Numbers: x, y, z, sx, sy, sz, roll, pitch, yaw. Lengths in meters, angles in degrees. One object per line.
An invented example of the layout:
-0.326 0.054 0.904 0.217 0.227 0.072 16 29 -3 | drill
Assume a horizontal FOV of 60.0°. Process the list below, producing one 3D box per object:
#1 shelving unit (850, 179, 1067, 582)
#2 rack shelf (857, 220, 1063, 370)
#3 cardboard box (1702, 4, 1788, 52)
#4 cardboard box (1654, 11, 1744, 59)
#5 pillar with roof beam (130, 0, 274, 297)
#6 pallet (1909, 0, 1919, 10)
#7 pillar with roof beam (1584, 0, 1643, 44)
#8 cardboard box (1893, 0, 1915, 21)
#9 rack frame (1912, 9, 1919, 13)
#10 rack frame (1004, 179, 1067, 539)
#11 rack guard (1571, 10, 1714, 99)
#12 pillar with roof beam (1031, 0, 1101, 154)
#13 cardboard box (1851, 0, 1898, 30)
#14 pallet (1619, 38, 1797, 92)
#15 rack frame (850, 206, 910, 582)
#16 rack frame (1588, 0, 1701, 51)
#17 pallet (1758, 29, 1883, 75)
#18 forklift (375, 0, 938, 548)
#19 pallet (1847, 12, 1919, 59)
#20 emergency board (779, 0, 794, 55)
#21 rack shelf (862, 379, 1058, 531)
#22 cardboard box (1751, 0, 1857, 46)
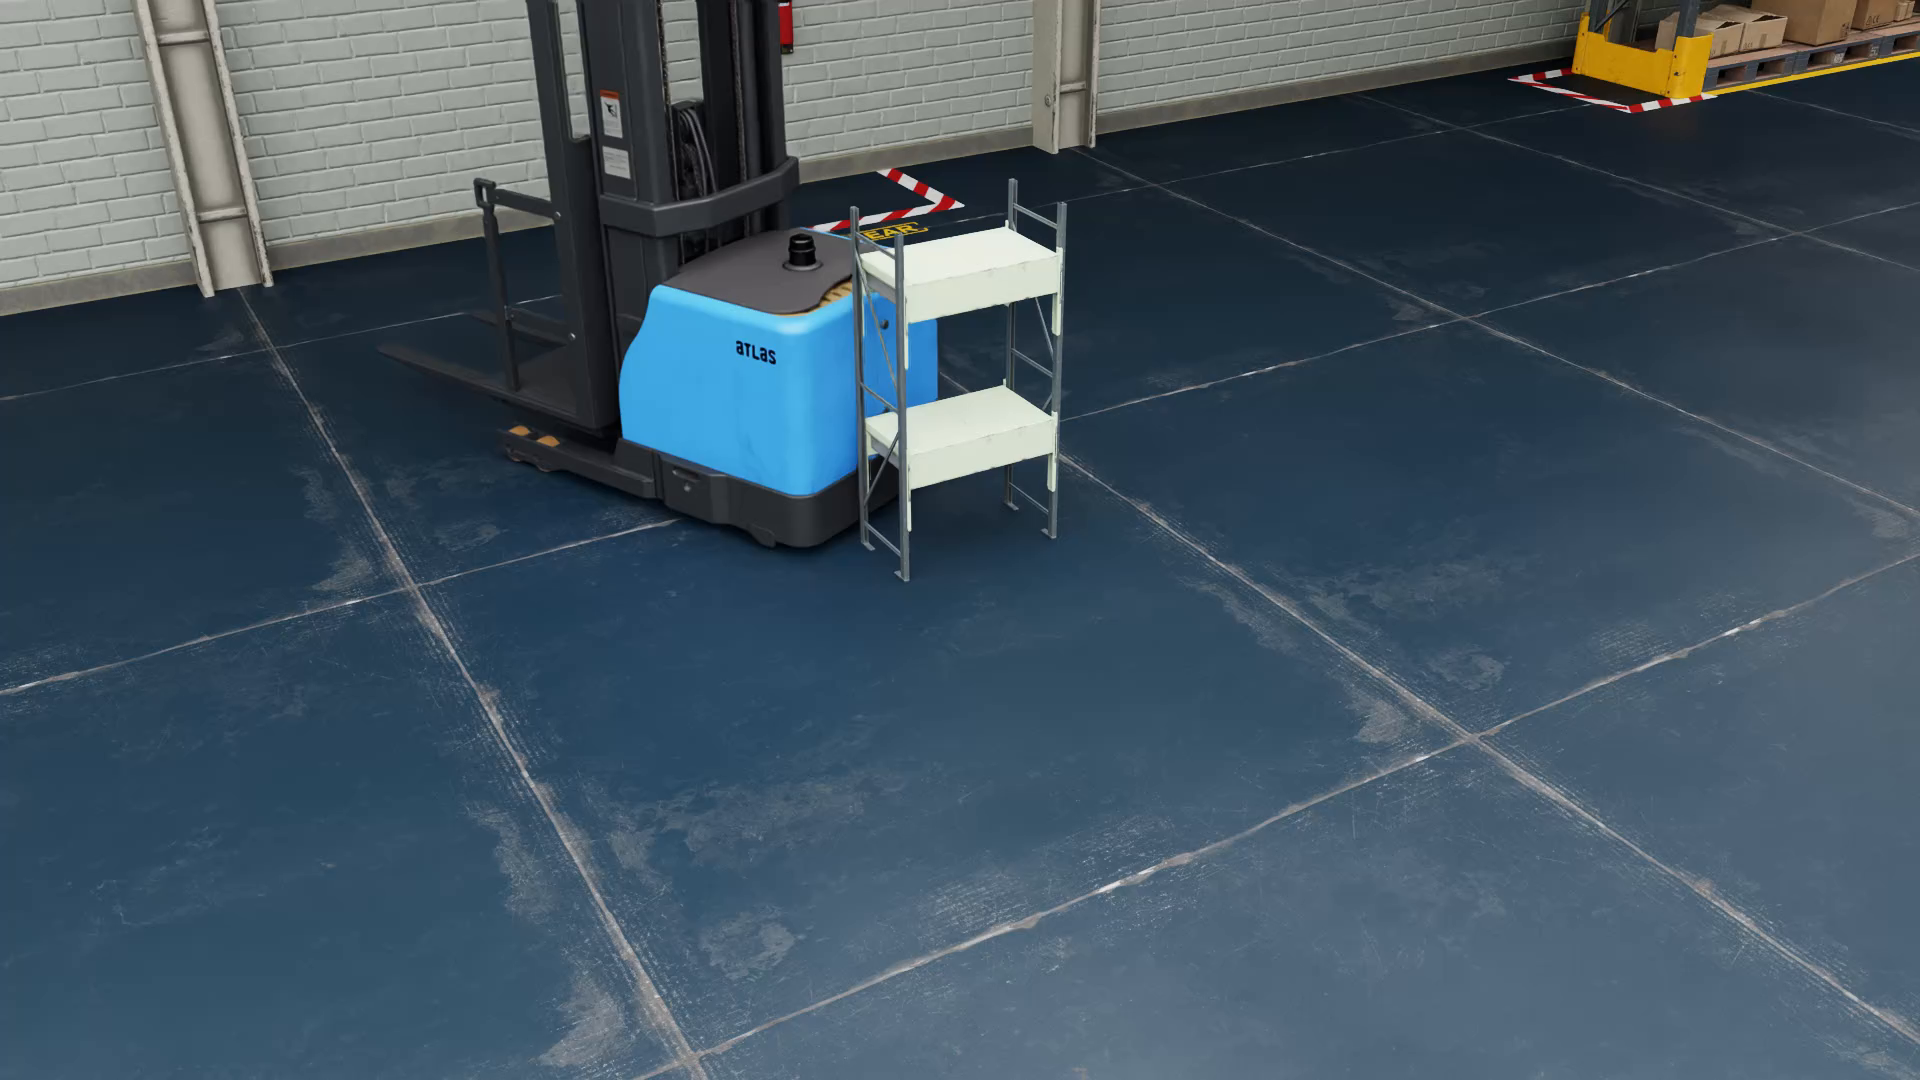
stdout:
-0.006 -0.655 6.885 0.755 1.500 0.431 -16 33 -26 | shelving unit
-0.006 -0.997 6.696 0.720 0.370 0.431 -16 33 -26 | rack shelf
6.930 -4.557 14.730 0.500 0.311 0.500 -13 31 -22 | cardboard box
6.439 -4.417 14.477 0.500 0.311 0.500 -20 35 -32 | cardboard box
-2.203 -3.697 4.636 0.400 9.000 9.100 -16 33 -26 | pillar with roof beam
9.916 -5.219 16.489 1.213 0.211 1.003 -16 33 -26 | pallet
8.143 -6.635 9.959 0.400 9.000 9.100 -16 33 -26 | pillar with roof beam
8.799 -5.058 15.787 0.250 0.166 0.380 -21 35 -33 | cardboard box
9.245 -6.249 15.469 0.127 3.000 1.000 -16 33 -26 | rack frame
0.310 -0.745 7.047 0.023 1.500 0.400 -16 33 -26 | rack frame
5.862 -4.194 14.332 0.348 0.500 1.175 -16 33 -26 | rack guard
2.970 -5.166 7.298 0.400 9.000 9.100 -16 33 -26 | pillar with roof beam
8.371 -5.076 15.476 0.500 0.500 0.500 -19 34 -30 | cardboard box
6.580 -4.252 14.736 1.213 0.211 1.003 -16 33 -26 | pallet
-0.321 -0.565 6.722 0.023 1.500 0.400 -16 33 -26 | rack frame
5.796 -5.270 13.695 0.127 3.000 1.000 -16 33 -26 | rack frame
7.631 -4.548 15.273 1.213 0.211 1.003 -16 33 -26 | pallet
-1.587 -1.793 7.466 3.031 2.935 1.130 19 34 30 | forklift
8.684 -4.849 15.818 1.213 0.211 1.003 -16 33 -26 | pallet
-1.361 -3.744 10.929 0.643 1.169 0.194 -16 33 -26 | emergency board
-0.006 -0.370 7.042 0.720 0.370 0.431 -16 33 -26 | rack shelf
7.588 -4.798 14.972 0.500 0.500 0.700 -18 34 -29 | cardboard box
